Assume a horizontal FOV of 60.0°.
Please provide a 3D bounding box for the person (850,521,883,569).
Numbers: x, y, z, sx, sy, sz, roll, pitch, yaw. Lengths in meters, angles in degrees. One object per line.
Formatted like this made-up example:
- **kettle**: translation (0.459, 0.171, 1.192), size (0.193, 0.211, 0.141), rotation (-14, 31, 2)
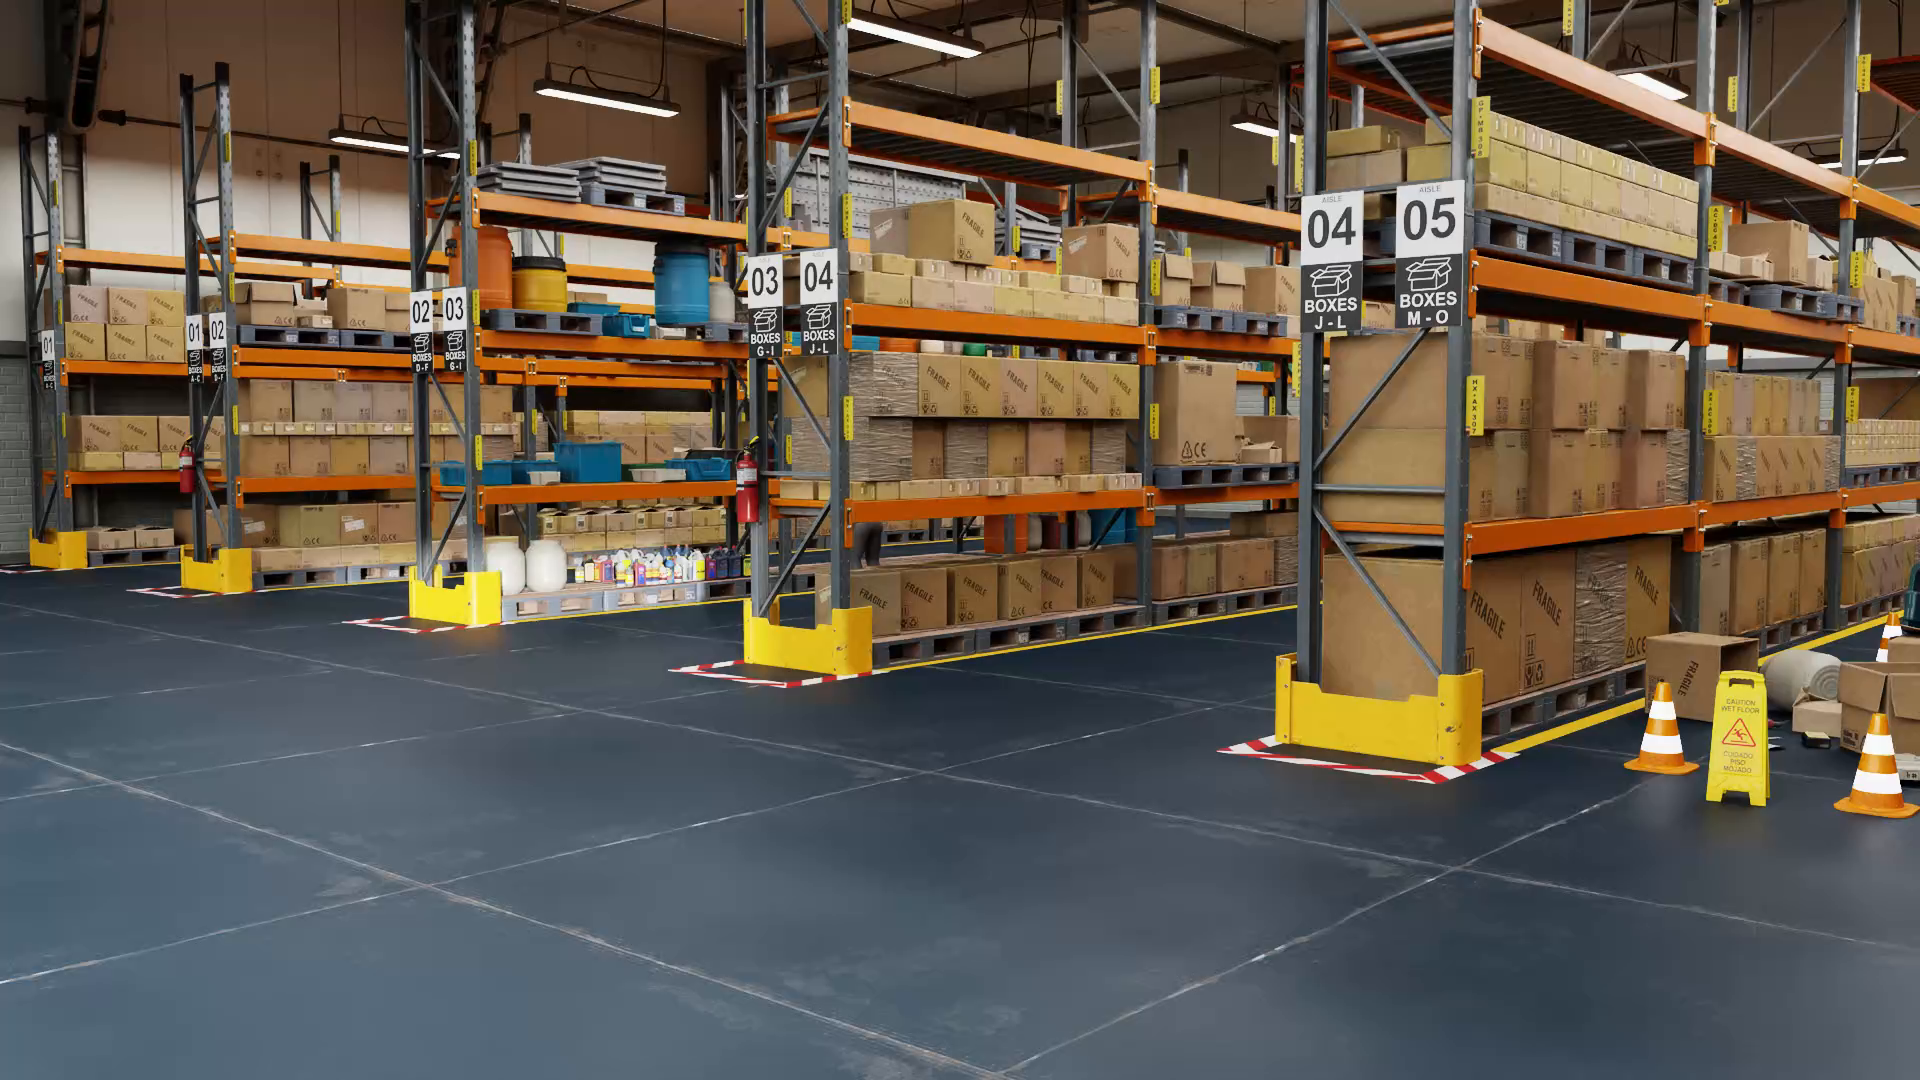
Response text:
- **person**: translation (-1.025, -0.129, 17.541), size (0.392, 1.654, 0.511), rotation (3, 5, 41)
